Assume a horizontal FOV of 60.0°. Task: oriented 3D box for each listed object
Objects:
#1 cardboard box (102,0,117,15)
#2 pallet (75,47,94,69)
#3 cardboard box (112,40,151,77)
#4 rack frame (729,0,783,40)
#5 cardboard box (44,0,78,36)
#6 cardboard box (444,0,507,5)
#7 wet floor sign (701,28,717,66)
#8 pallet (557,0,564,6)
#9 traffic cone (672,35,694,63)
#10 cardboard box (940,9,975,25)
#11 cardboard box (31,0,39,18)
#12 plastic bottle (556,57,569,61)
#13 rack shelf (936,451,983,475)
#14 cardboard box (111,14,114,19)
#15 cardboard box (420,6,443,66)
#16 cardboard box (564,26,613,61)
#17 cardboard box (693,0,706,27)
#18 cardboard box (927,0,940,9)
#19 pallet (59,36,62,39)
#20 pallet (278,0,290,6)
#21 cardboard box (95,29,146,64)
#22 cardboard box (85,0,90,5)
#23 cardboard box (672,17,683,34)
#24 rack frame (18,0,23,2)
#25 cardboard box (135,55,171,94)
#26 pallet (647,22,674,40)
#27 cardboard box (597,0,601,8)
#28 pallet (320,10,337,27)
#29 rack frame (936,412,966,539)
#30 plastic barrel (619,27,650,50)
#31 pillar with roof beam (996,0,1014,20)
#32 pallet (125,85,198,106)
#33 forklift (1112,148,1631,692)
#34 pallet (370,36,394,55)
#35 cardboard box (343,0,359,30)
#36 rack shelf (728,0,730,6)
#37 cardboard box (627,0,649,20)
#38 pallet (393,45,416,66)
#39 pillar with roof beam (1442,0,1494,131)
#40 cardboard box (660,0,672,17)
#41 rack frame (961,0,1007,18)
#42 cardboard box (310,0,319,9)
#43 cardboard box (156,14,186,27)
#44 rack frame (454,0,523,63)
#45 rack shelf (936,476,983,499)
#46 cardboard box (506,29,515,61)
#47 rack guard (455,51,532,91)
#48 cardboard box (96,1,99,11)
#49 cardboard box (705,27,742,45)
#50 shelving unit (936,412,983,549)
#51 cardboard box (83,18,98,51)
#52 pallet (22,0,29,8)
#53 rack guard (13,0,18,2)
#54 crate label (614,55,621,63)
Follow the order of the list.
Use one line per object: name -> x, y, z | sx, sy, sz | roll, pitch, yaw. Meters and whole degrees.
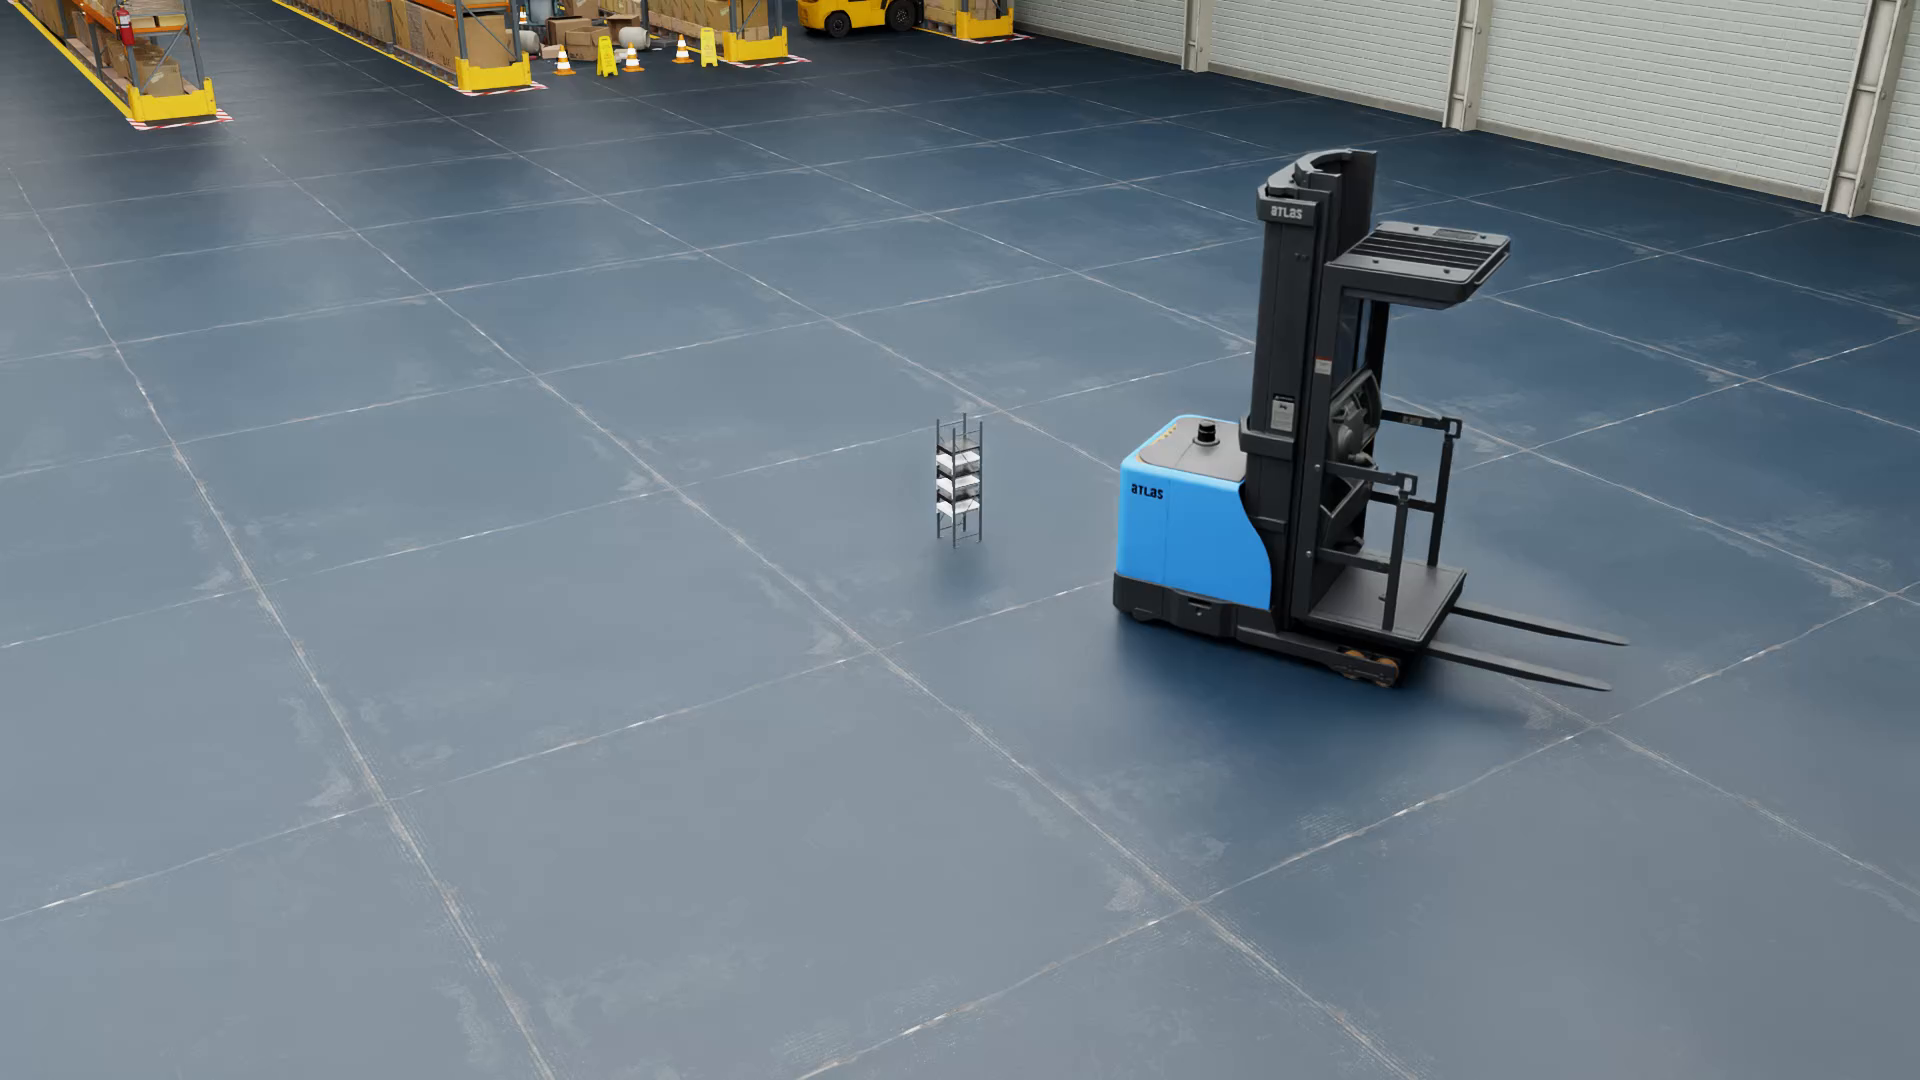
cardboard box -> -12.633, -8.363, 25.448 | 0.875, 0.500, 0.500 | -16, 29, -30
pallet -> -15.262, -8.714, 29.924 | 1.003, 0.211, 1.213 | -16, 29, -30
cardboard box -> -13.662, -7.964, 27.505 | 0.500, 0.500, 0.500 | -6, 26, -13
rack frame -> -3.679, -10.139, 29.676 | 1.000, 3.000, 0.127 | -16, 29, -30
cardboard box -> -16.709, -10.171, 31.742 | 1.225, 0.875, 0.875 | -17, 30, -32
cardboard box -> -8.012, -9.139, 27.382 | 0.875, 0.550, 0.550 | -16, 29, -30
wet floor sign -> -4.472, -8.757, 29.506 | 0.267, 0.644, 0.232 | -6, 26, -12
pallet -> -8.414, -12.039, 36.967 | 1.003, 0.211, 1.213 | -16, 29, -30
traffic cone -> -4.995, -8.845, 29.906 | 0.336, 0.463, 0.334 | -16, 29, -30
cardboard box -> -0.044, -10.338, 32.826 | 0.500, 0.250, 0.500 | -15, 29, -29
cardboard box -> -18.167, -11.126, 33.764 | 1.225, 0.875, 0.875 | -15, 29, -29
plastic bottle -> -7.213, -8.710, 30.091 | 0.283, 0.061, 0.133 | 18, 31, 33
rack shelf -> -0.004, -0.542, 11.464 | 0.258, 0.077, 0.200 | -16, 29, -30
cardboard box -> -13.007, -8.213, 25.890 | 0.380, 0.149, 0.250 | -16, 29, -30
cardboard box -> -8.679, -8.719, 28.666 | 0.875, 0.875, 0.875 | -16, 30, -30
cardboard box -> -6.759, -9.048, 30.290 | 0.637, 0.503, 0.797 | 7, 26, 15
cardboard box -> -4.623, -9.836, 30.885 | 0.500, 0.500, 0.500 | -14, 29, -28
cardboard box -> -0.315, -10.752, 33.119 | 0.500, 0.250, 0.500 | -16, 30, -30
pallet -> -17.379, -10.165, 32.998 | 1.003, 0.211, 1.213 | -16, 29, -30
pallet -> -14.719, -12.212, 37.334 | 1.003, 0.211, 1.213 | -16, 29, -30
cardboard box -> -14.483, -8.553, 28.730 | 0.700, 0.500, 0.500 | -18, 31, -33
cardboard box -> -14.175, -8.907, 27.361 | 0.380, 0.149, 0.250 | -16, 29, -30
cardboard box -> -5.174, -9.864, 31.824 | 0.500, 0.250, 0.500 | -16, 30, -30
rack frame -> -20.717, -13.552, 36.906 | 1.000, 3.000, 0.127 | -16, 29, -30
cardboard box -> -12.664, -7.322, 26.145 | 0.500, 0.500, 0.500 | -8, 26, -16
pallet -> -5.467, -10.076, 32.810 | 1.003, 0.211, 1.213 | -16, 29, -30
cardboard box -> -7.337, -11.535, 35.220 | 0.950, 0.372, 0.625 | -16, 30, -31
pallet -> -12.564, -10.829, 34.405 | 1.003, 0.211, 1.213 | -16, 29, -30
rack frame -> -0.060, -0.446, 11.604 | 0.240, 0.900, 0.006 | -16, 29, -30
plastic barrel -> -6.075, -9.360, 31.043 | 0.512, 0.421, 0.421 | 3, 25, 6
pillar with roof beam -> -2.754, -13.466, 29.695 | 9.100, 9.000, 0.400 | -16, 29, -30
pallet -> -12.438, -6.894, 26.069 | 1.003, 0.211, 1.213 | -16, 29, -30
forklift -> 2.518, -0.714, 9.791 | 3.031, 2.935, 1.130 | 13, 28, 26
pallet -> -10.440, -9.377, 31.329 | 1.003, 0.211, 1.213 | -16, 29, -30
cardboard box -> -11.402, -10.432, 32.441 | 1.050, 0.750, 0.750 | -15, 29, -29
rack shelf -> -4.771, -10.529, 31.344 | 1.077, 0.370, 4.000 | -16, 29, -30
cardboard box -> -6.151, -10.758, 33.574 | 0.950, 0.372, 0.625 | -15, 29, -29
pallet -> -9.606, -8.828, 30.167 | 1.003, 0.211, 1.213 | -16, 29, -30
pillar with roof beam -> 3.796, -9.173, 20.603 | 9.100, 9.000, 0.400 | -16, 29, -30
cardboard box -> -5.465, -10.392, 32.063 | 0.500, 0.500, 0.500 | -14, 29, -28
rack frame -> 0.477, -11.297, 32.129 | 1.000, 3.000, 0.127 | -16, 29, -30
cardboard box -> -13.300, -11.416, 34.818 | 0.500, 0.500, 0.500 | -17, 30, -32
cardboard box -> -11.938, -7.873, 25.171 | 0.380, 0.149, 0.250 | -16, 29, -30
rack frame -> -7.772, -8.949, 27.155 | 1.000, 3.000, 0.127 | -16, 29, -30
rack shelf -> -0.004, -0.380, 11.541 | 0.258, 0.077, 0.200 | -16, 29, -30
cardboard box -> -8.248, -8.934, 30.050 | 0.500, 0.500, 0.500 | -10, 27, -21
rack guard -> -7.758, -7.810, 27.671 | 1.175, 0.500, 0.348 | -16, 29, -30
cardboard box -> -13.598, -8.558, 26.621 | 0.380, 0.149, 0.250 | -16, 29, -30
cardboard box -> -4.359, -9.320, 30.671 | 0.500, 0.250, 0.500 | -16, 29, -30
shelving unit -> -0.004, -0.410, 11.526 | 0.258, 0.900, 0.210 | -16, 29, -30
cardboard box -> -15.338, -9.128, 29.947 | 0.700, 0.500, 0.500 | -13, 28, -25
pallet -> -20.215, -12.023, 36.934 | 1.003, 0.211, 1.213 | -16, 29, -30
rack guard -> -20.730, -12.430, 37.458 | 1.175, 0.500, 0.348 | -16, 29, -30
crate label -> -6.221, -8.584, 29.735 | 0.298, 0.136, 0.250 | 12, 28, 24
